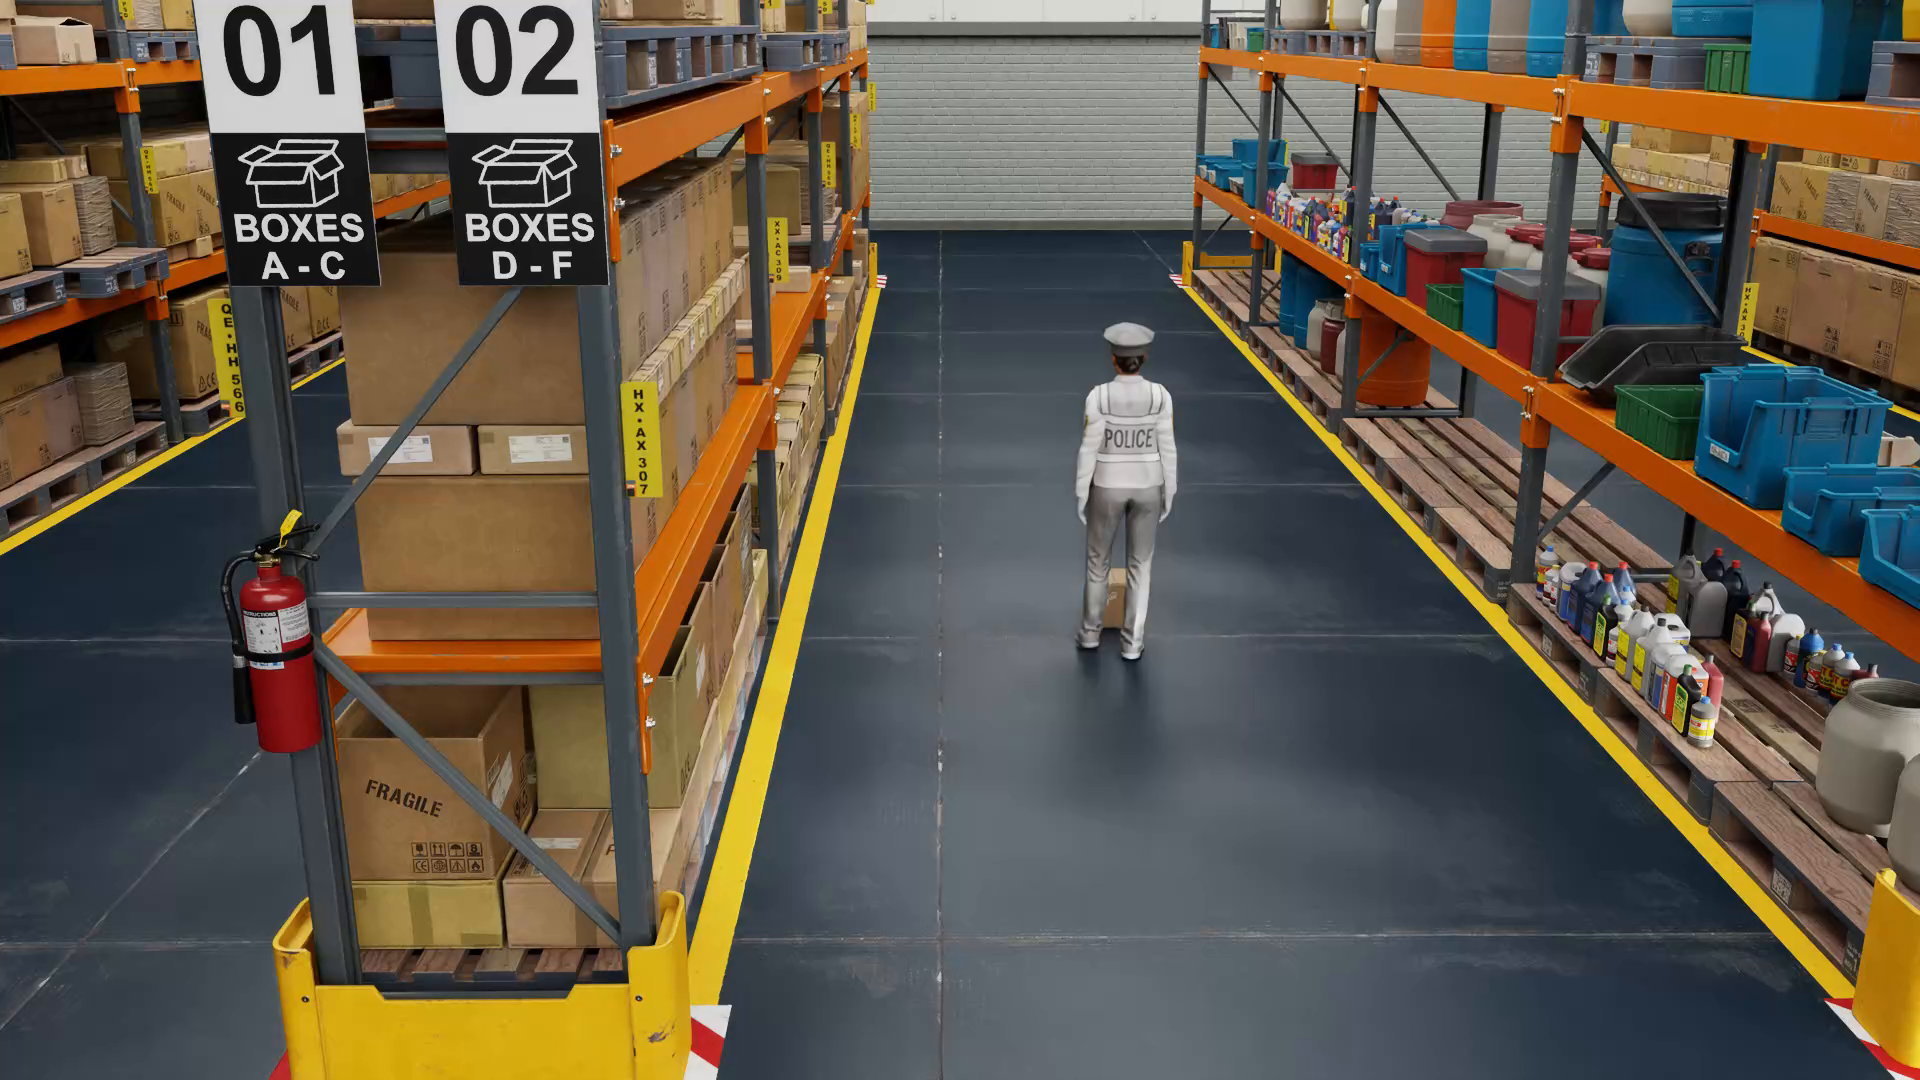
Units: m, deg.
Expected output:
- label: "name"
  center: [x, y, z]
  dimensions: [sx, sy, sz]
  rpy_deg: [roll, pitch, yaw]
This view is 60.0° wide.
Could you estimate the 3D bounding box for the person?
- label: "person"
  center: [0.820, -0.246, 8.319]
  dimensions: [0.506, 1.688, 0.456]
  rpy_deg: [0, 17, -1]
